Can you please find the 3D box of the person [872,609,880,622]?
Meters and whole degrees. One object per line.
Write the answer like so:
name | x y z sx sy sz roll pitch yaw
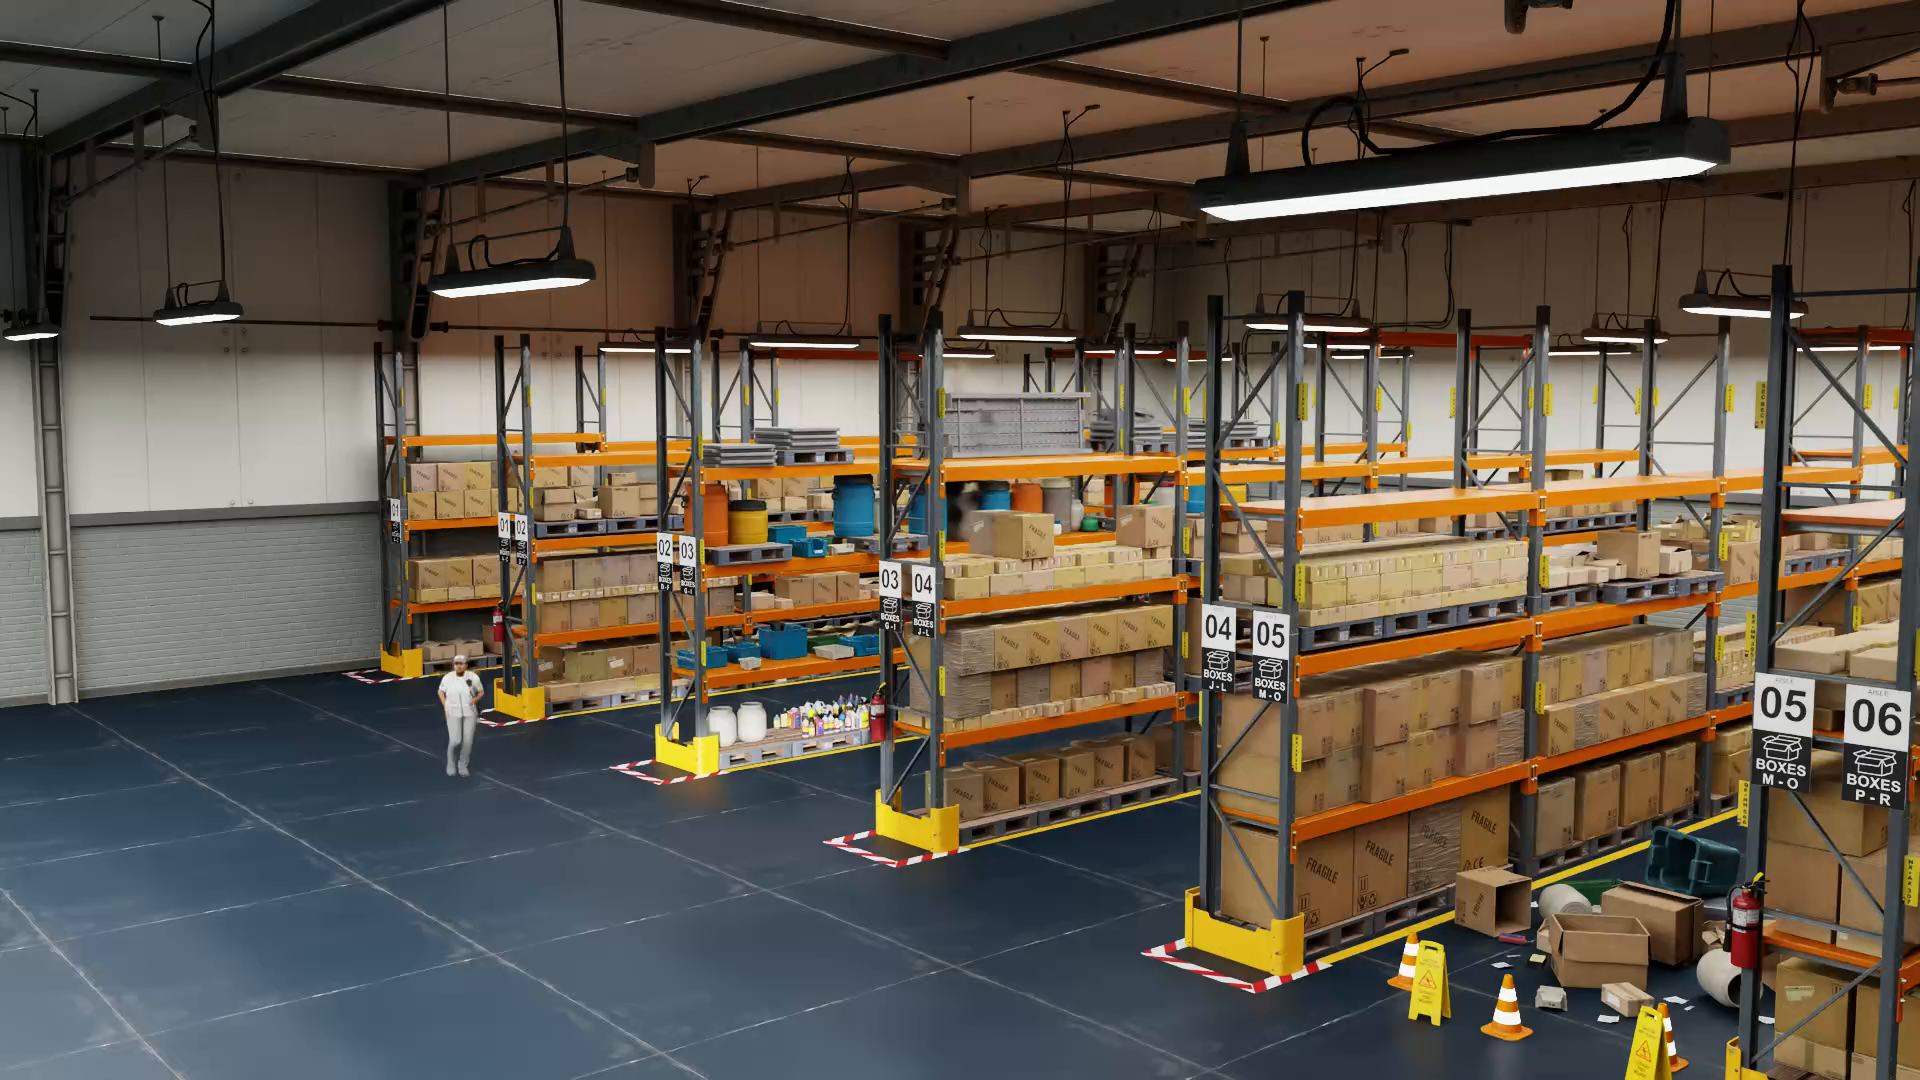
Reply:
person | -1.544 1.362 33.299 0.531 1.557 0.539 5 7 42

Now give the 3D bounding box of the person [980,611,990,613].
person | 0.348 1.572 28.256 0.565 1.479 0.808 5 7 44

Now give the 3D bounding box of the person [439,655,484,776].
person | -6.632 2.330 22.156 0.560 1.636 0.473 -2 6 -19
